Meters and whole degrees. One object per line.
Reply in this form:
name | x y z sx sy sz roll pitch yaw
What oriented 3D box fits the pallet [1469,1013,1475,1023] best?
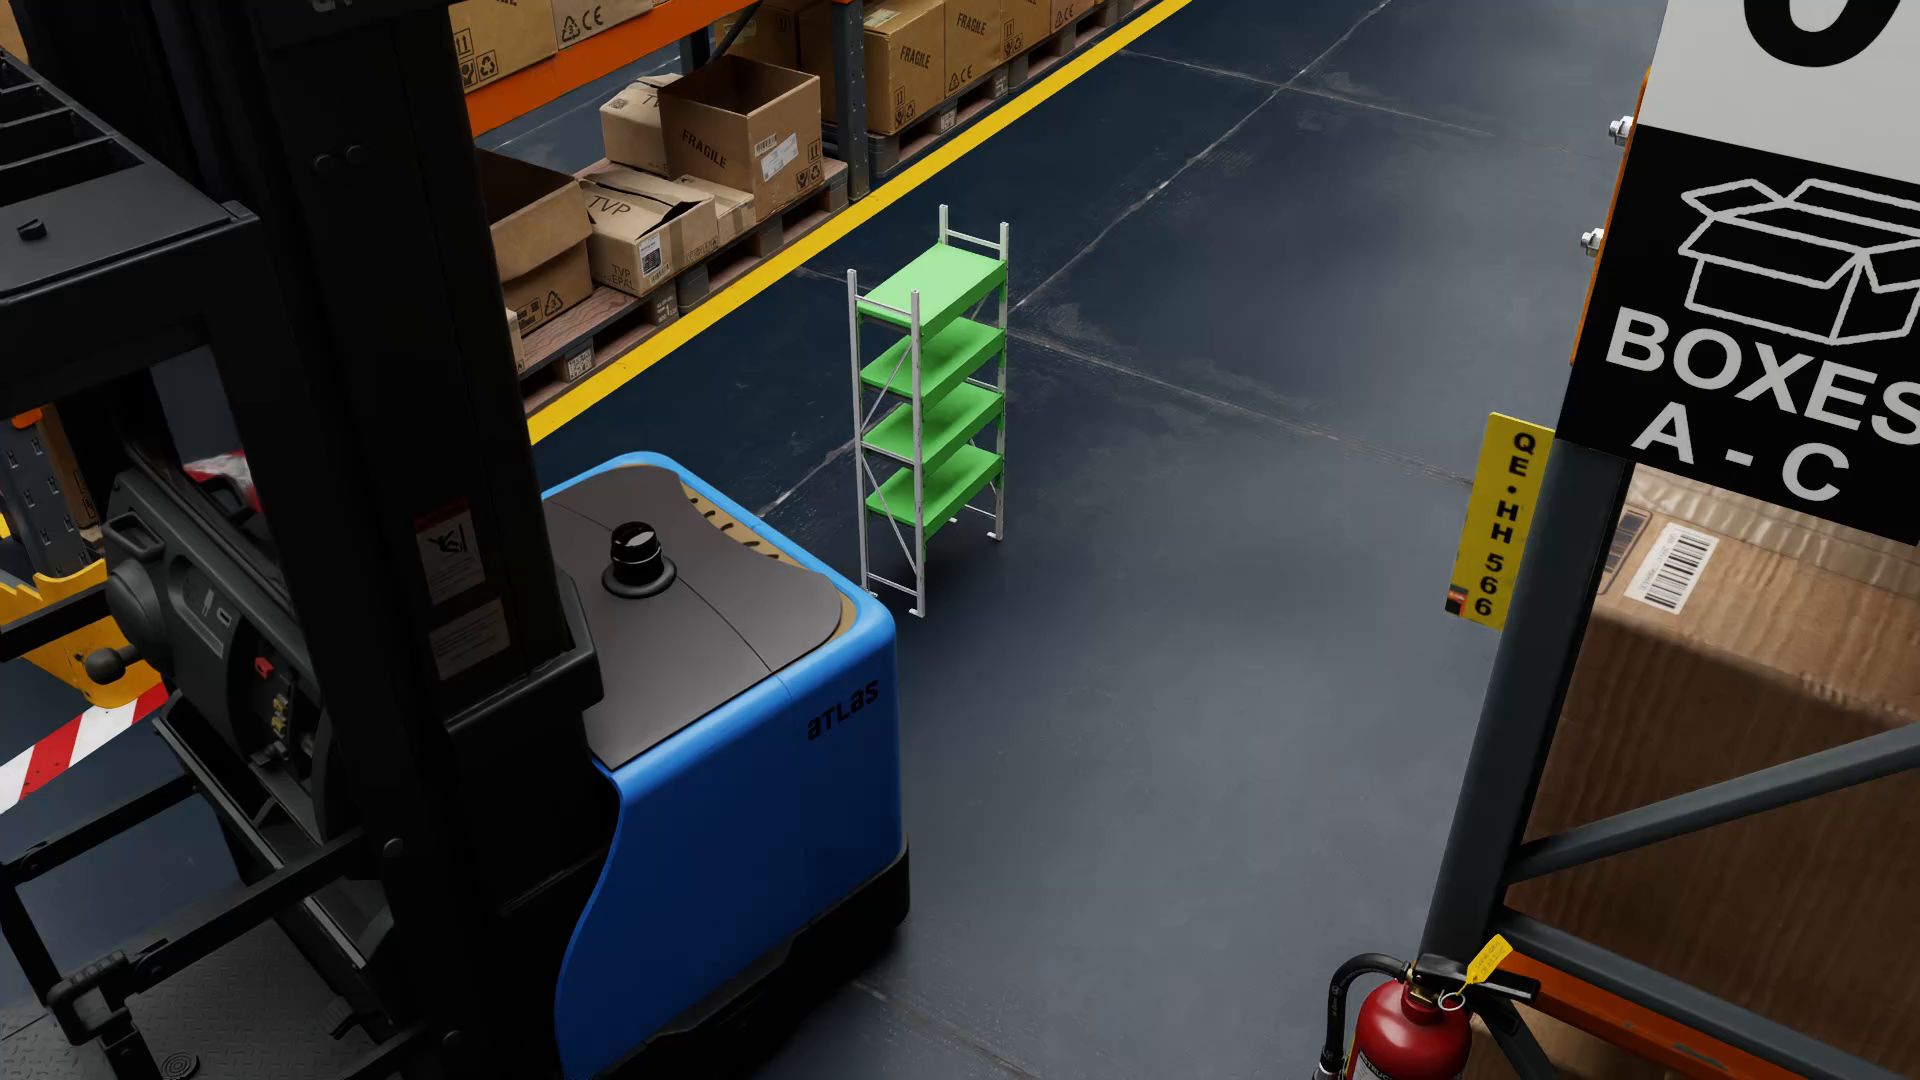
pallet | 1.523 1.388 3.777 1.003 0.211 1.213 21 42 25

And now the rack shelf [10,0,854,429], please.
rack shelf | -1.952 -1.643 6.014 1.077 0.370 4.000 21 42 25

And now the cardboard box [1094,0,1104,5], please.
cardboard box | 0.682 -3.380 9.365 0.500 0.500 0.500 20 42 24

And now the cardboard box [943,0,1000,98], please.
cardboard box | -0.139 -2.592 8.342 0.500 0.500 0.500 22 43 26

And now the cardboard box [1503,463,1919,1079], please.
cardboard box | 1.426 0.336 2.611 0.980 0.700 0.700 23 43 27

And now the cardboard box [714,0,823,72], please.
cardboard box | -0.858 -2.492 8.212 0.500 0.500 0.500 21 42 25

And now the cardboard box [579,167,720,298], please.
cardboard box | -1.348 -1.296 6.816 0.500 0.311 0.500 21 42 25

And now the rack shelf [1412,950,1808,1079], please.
rack shelf | 2.233 -0.025 3.915 1.077 0.370 4.000 21 42 25

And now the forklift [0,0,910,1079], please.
forklift | -1.539 0.272 2.996 3.031 2.935 1.130 -31 47 -34

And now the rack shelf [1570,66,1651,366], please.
rack shelf | 2.233 -1.213 2.999 1.077 0.370 4.000 21 42 25

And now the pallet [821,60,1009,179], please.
pallet | -0.477 -2.287 8.543 1.003 0.211 1.213 21 42 25

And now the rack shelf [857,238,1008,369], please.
rack shelf | -0.089 -0.719 5.019 0.258 0.148 0.480 21 42 25

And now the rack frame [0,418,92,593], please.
rack frame | -3.024 -0.897 4.457 1.000 3.000 0.127 21 42 25

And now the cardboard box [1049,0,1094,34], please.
cardboard box | 0.406 -3.107 9.011 0.500 0.500 0.500 20 42 23

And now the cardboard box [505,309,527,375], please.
cardboard box | -1.957 -0.686 6.074 0.500 0.250 0.500 21 42 25

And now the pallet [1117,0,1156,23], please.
pallet | 0.831 -3.544 10.175 1.003 0.211 1.213 21 42 25

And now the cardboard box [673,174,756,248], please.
cardboard box | -1.097 -1.405 7.090 0.380 0.149 0.250 21 42 25

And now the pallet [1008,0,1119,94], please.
pallet | 0.176 -2.918 9.362 1.003 0.211 1.213 21 42 25

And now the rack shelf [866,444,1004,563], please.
rack shelf | -0.089 -0.149 5.459 0.258 0.148 0.480 21 42 25

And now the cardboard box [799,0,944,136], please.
cardboard box | -0.416 -2.313 7.981 0.500 0.500 0.500 19 42 23

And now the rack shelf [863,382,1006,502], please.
rack shelf | -0.089 -0.339 5.312 0.258 0.148 0.480 21 42 25

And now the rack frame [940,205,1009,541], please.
rack frame | 0.042 -0.516 5.436 0.240 1.200 0.015 21 42 25

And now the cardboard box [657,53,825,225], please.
cardboard box | -0.946 -1.757 7.259 0.500 0.500 0.500 21 42 25

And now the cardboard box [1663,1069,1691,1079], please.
cardboard box | 1.554 1.024 3.137 0.380 0.149 0.250 21 43 25

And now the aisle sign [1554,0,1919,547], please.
aisle sign | 0.869 -0.369 1.643 0.394 0.787 0.004 21 42 25

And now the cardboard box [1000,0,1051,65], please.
cardboard box | 0.135 -2.847 8.673 0.500 0.500 0.500 22 43 26

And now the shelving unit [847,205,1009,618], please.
shelving unit | -0.089 -0.390 5.273 0.258 1.200 0.503 21 42 25

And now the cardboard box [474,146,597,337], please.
cardboard box | -1.883 -1.175 6.501 0.797 0.503 0.637 21 42 25

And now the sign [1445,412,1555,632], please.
sign | 0.710 -0.016 2.171 0.100 0.325 0.005 21 42 25

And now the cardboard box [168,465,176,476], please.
cardboard box | -2.375 -0.182 5.489 0.380 0.166 0.250 21 42 25

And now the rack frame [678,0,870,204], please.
rack frame | -0.881 -2.959 7.132 1.000 3.000 0.127 21 42 25

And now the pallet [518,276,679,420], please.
pallet | -1.902 -0.870 6.705 1.003 0.211 1.213 21 42 25

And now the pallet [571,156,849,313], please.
pallet | -1.249 -1.501 7.525 1.003 0.211 1.213 21 42 25

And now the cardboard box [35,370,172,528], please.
cardboard box | -2.940 -0.442 5.554 0.500 0.500 0.500 21 42 25

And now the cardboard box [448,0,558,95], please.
cardboard box | -1.751 -1.862 5.627 0.500 0.500 0.500 22 43 26

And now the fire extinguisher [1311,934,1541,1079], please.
fire extinguisher | 0.691 0.826 2.590 0.296 0.674 0.183 21 42 25

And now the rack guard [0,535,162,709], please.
rack guard | -2.983 0.054 5.271 1.175 0.500 0.348 21 42 25

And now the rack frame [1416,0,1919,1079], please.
rack frame | 1.158 0.720 2.359 0.949 2.616 0.053 21 42 25

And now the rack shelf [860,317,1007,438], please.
rack shelf | -0.089 -0.529 5.165 0.258 0.148 0.480 21 42 25

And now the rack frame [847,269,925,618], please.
rack frame | -0.219 -0.264 5.110 0.240 1.200 0.015 21 42 25

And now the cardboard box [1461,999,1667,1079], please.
cardboard box | 1.452 1.151 3.503 0.700 0.500 0.500 21 42 25

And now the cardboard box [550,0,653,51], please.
cardboard box | -1.480 -2.125 5.968 0.500 0.500 0.500 22 43 26

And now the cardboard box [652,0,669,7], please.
cardboard box | -1.207 -2.391 6.313 0.500 0.500 0.500 22 43 26

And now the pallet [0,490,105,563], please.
pallet | -2.557 -0.243 5.893 1.003 0.211 1.213 21 42 25

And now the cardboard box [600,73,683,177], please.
cardboard box | -1.288 -1.923 7.630 0.500 0.311 0.500 21 42 25

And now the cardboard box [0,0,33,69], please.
cardboard box | -2.563 -1.475 4.306 0.500 0.500 0.500 23 43 26
